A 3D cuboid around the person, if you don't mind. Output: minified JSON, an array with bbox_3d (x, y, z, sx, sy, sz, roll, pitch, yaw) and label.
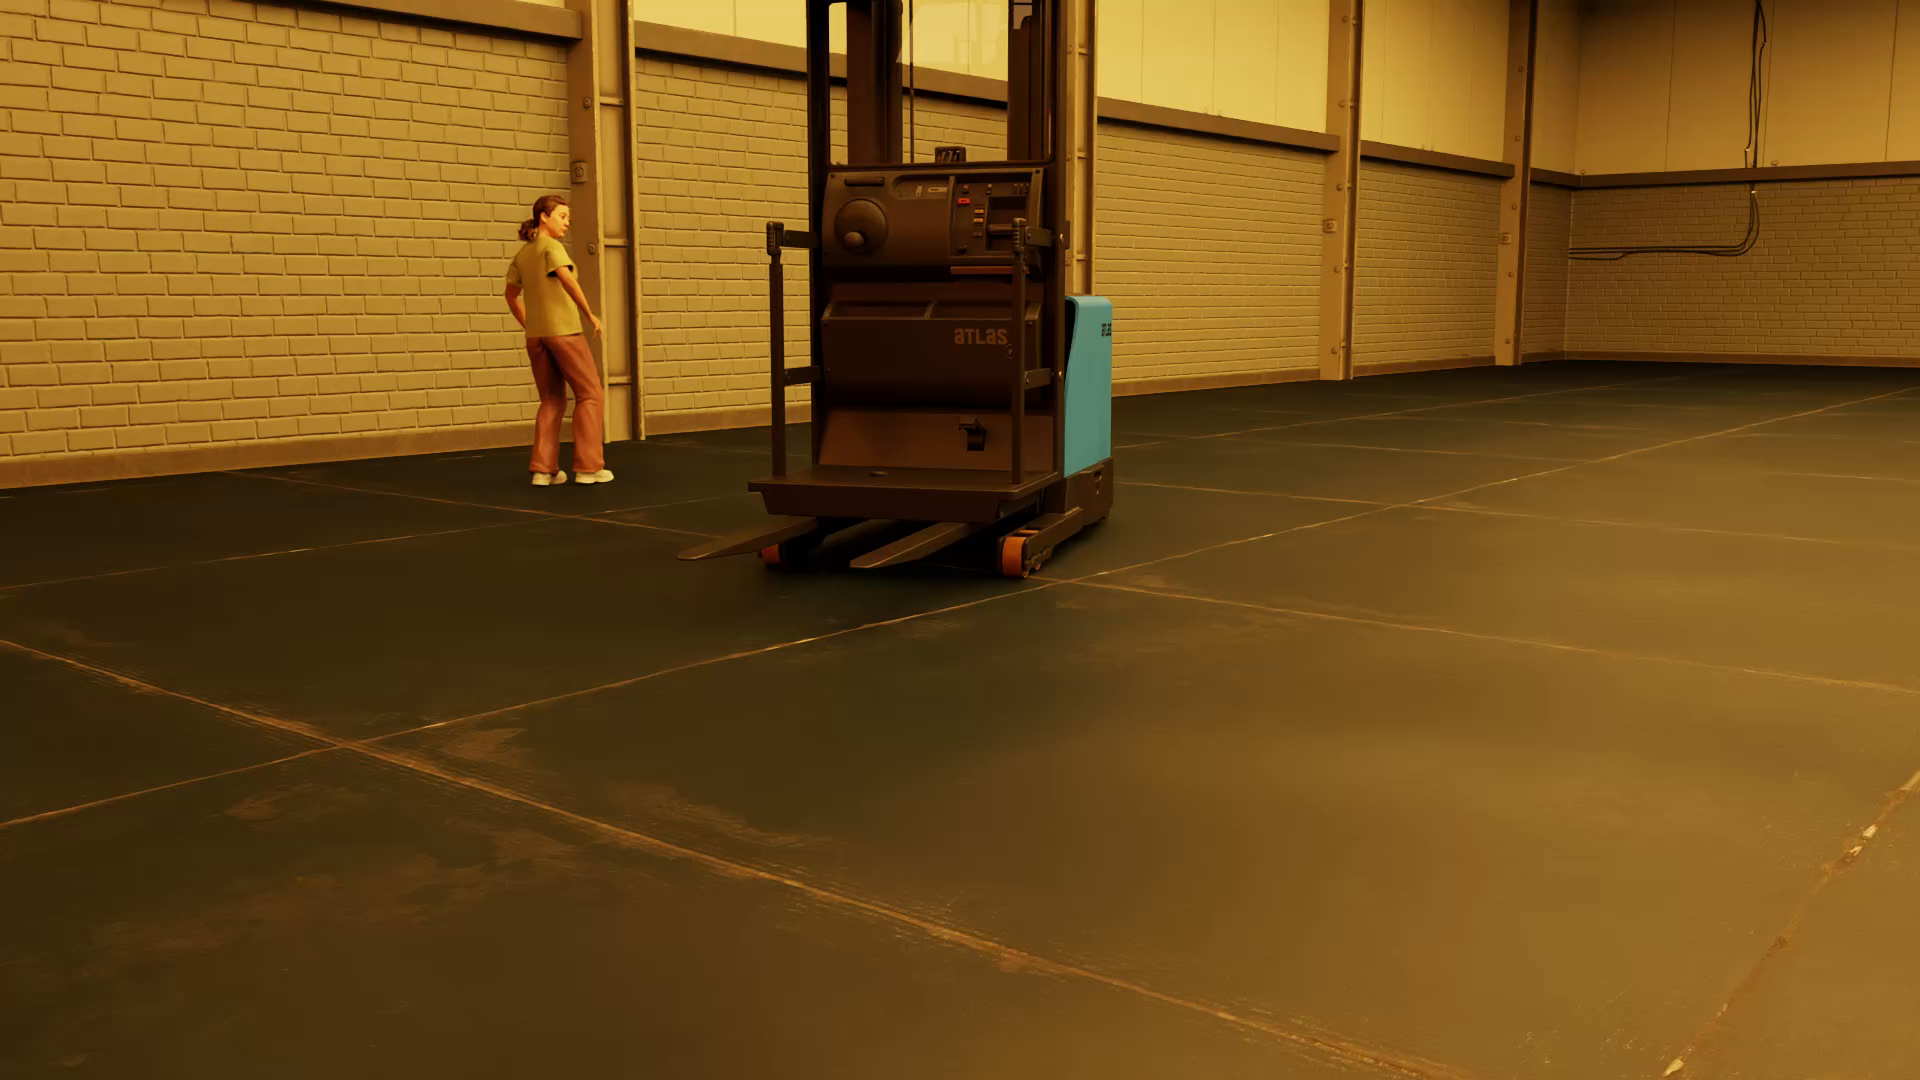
[{"bbox_3d":[-2.298,-1.142,9.544,0.651,1.647,0.482,5,10,33],"label":"person"}]

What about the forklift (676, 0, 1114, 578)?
[{"bbox_3d":[-0.176,-1.366,6.616,1.130,2.935,3.031,3,9,17],"label":"forklift"}]
